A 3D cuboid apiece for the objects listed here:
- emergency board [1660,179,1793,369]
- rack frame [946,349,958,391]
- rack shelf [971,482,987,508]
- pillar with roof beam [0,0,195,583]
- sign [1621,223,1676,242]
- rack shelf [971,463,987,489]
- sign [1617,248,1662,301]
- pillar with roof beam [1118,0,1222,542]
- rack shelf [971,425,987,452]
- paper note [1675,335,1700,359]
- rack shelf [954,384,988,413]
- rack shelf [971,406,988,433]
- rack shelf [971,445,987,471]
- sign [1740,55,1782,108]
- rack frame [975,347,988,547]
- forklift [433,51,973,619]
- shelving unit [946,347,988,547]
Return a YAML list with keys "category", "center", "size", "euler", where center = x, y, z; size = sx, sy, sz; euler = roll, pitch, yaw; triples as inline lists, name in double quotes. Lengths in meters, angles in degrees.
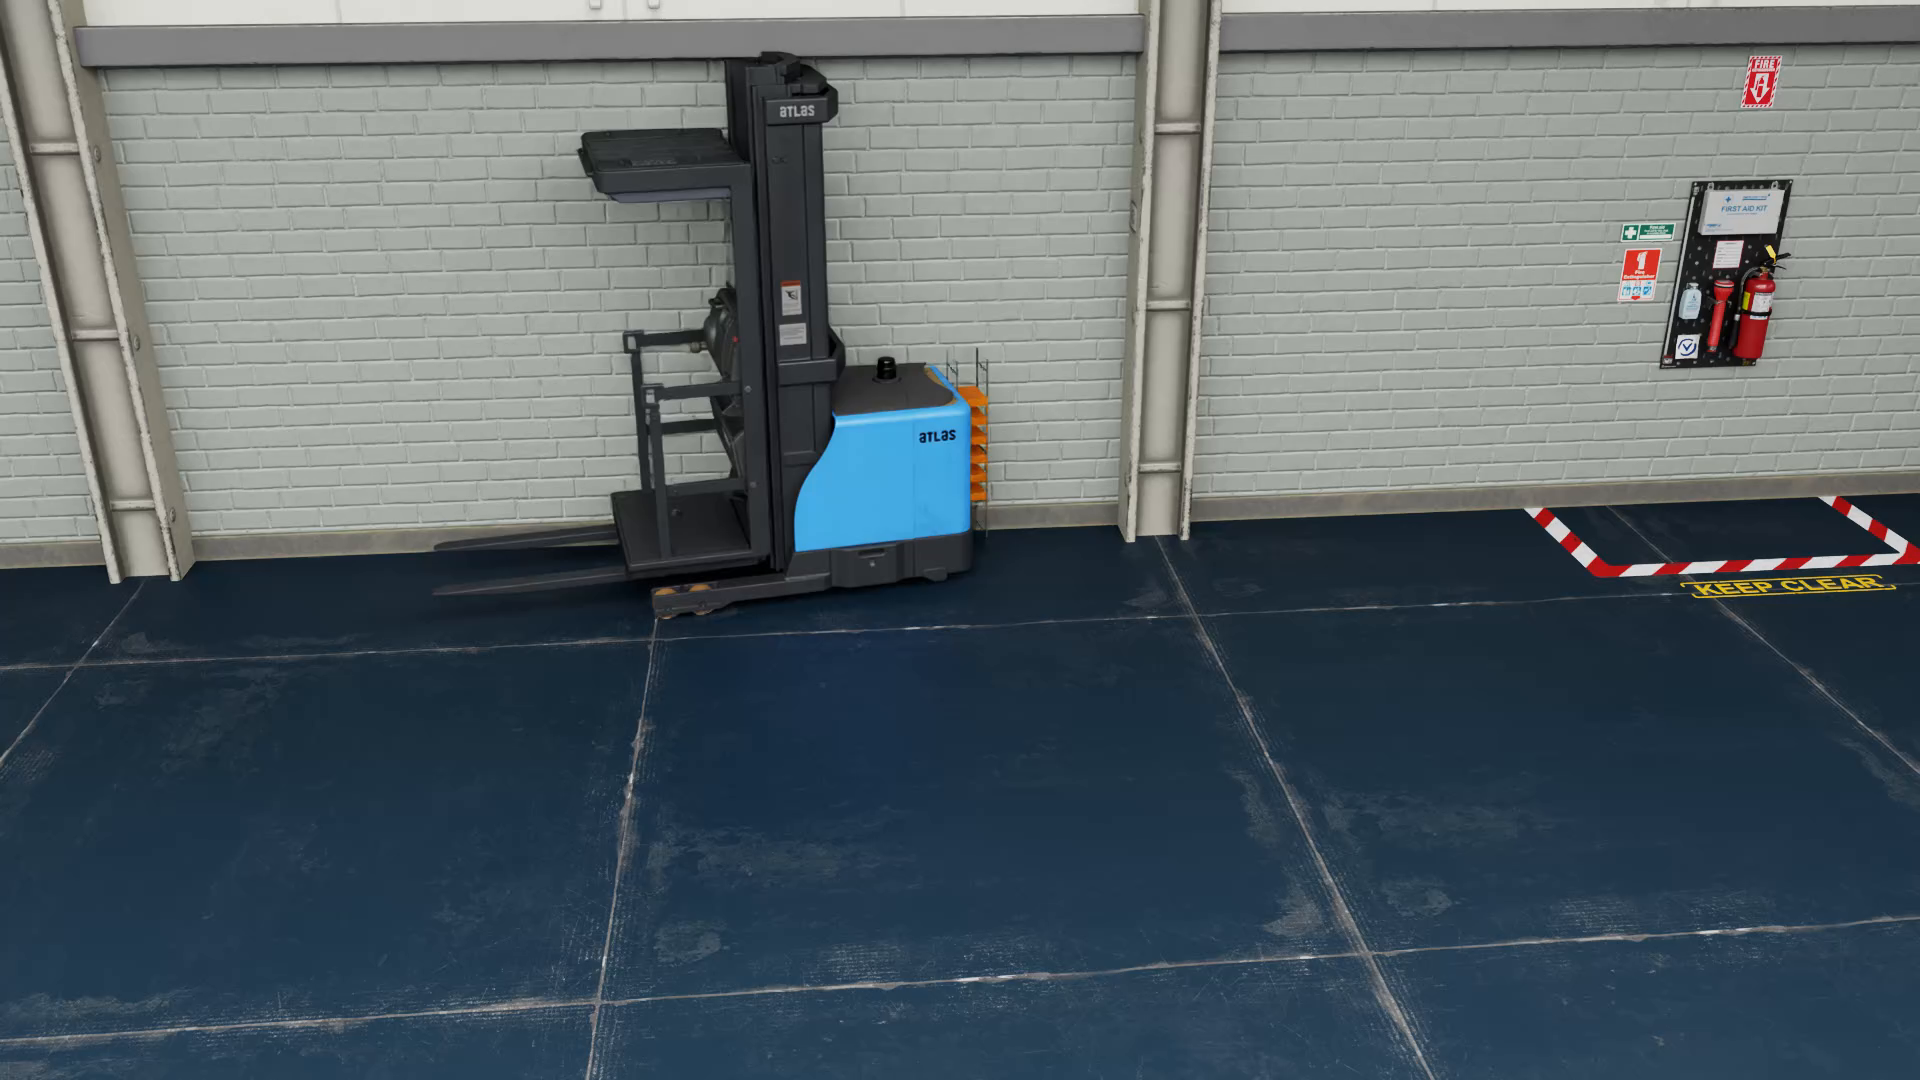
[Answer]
- category: "emergency board"
  center: [4.711, -1.584, 10.120]
  size: [0.643, 1.169, 0.194]
  euler: [-2, 24, -5]
- category: "rack frame"
  center: [-0.046, -0.531, 9.968]
  size: [0.006, 1.200, 0.240]
  euler: [-7, 25, -14]
- category: "rack shelf"
  center: [0.042, -0.281, 10.106]
  size: [0.180, 0.103, 0.258]
  euler: [-7, 25, -14]
- category: "pillar with roof beam"
  center: [-4.345, -2.189, 4.096]
  size: [0.400, 9.000, 9.100]
  euler: [-2, 24, -5]
- category: "sign"
  center: [4.156, -1.858, 10.042]
  size: [0.331, 0.109, 0.001]
  euler: [-2, 24, -5]
- category: "rack shelf"
  center: [0.042, -0.391, 10.058]
  size: [0.180, 0.103, 0.258]
  euler: [-7, 25, -14]
- category: "sign"
  center: [4.151, -1.620, 10.157]
  size: [0.234, 0.329, 0.001]
  euler: [-2, 24, -5]
- category: "pillar with roof beam"
  center: [1.626, -2.429, 4.635]
  size: [0.400, 9.000, 9.100]
  euler: [-2, 24, -5]
- category: "rack shelf"
  center: [0.042, -0.610, 9.960]
  size: [0.180, 0.103, 0.258]
  euler: [-7, 25, -14]
- category: "paper note"
  center: [4.528, -1.202, 10.346]
  size: [0.142, 0.148, 0.016]
  euler: [-2, 24, -5]
- category: "rack shelf"
  center: [0.042, -0.830, 9.863]
  size: [0.180, 0.103, 0.258]
  euler: [-7, 25, -14]
- category: "rack shelf"
  center: [0.042, -0.720, 9.911]
  size: [0.180, 0.103, 0.258]
  euler: [-7, 25, -14]
- category: "rack shelf"
  center: [0.042, -0.501, 10.009]
  size: [0.180, 0.103, 0.258]
  euler: [-7, 25, -14]
- category: "sign"
  center: [4.693, -2.683, 9.739]
  size: [0.199, 0.298, 0.001]
  euler: [-2, 24, -5]
- category: "rack frame"
  center: [0.130, -0.551, 10.014]
  size: [0.006, 1.200, 0.240]
  euler: [-7, 25, -14]
- category: "forklift"
  center: [-1.499, -1.138, 9.202]
  size: [3.031, 2.935, 1.130]
  euler: [-7, 25, -14]
- category: "shelving unit"
  center: [0.042, -0.541, 9.991]
  size: [0.189, 1.200, 0.258]
  euler: [-7, 25, -14]
